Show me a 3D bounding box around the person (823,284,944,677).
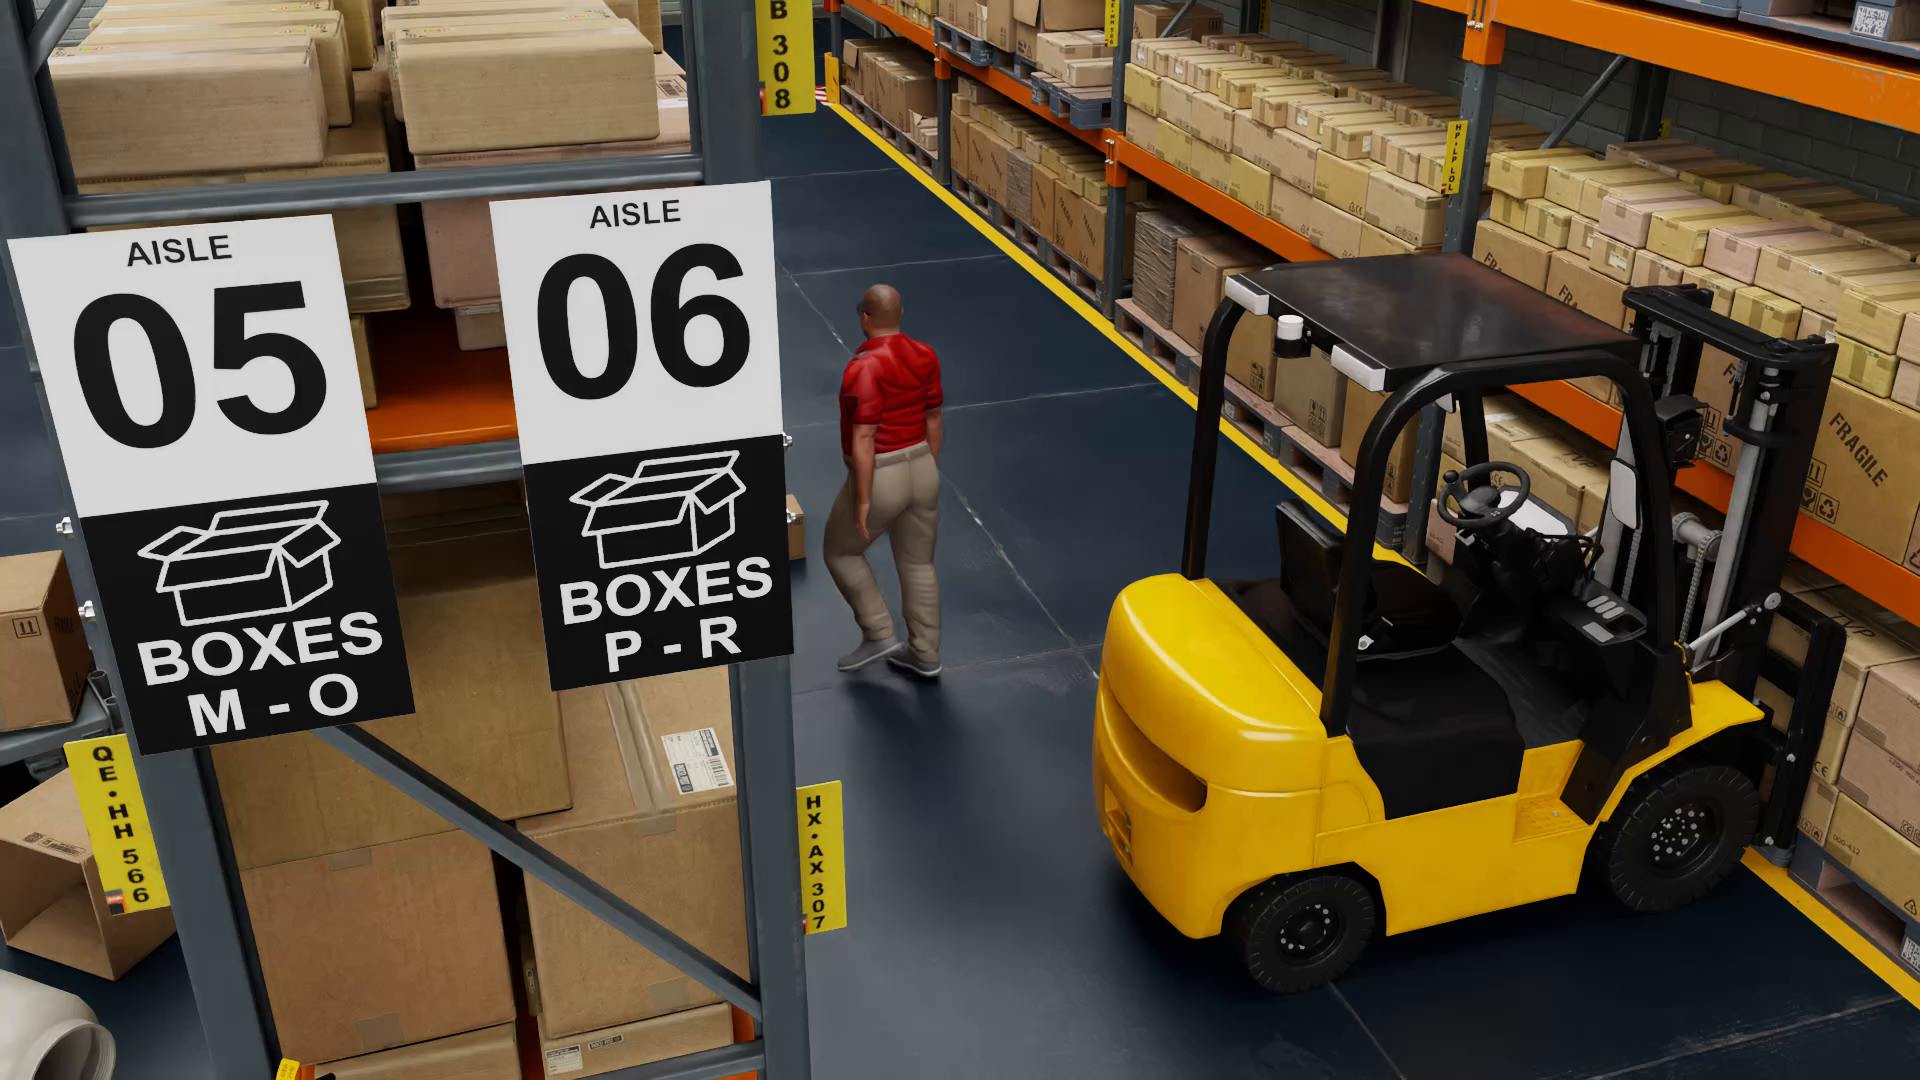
[{"bbox_3d":[-0.283,-0.233,7.080,0.571,1.717,0.516,-21,33,-37],"label":"person"}]
